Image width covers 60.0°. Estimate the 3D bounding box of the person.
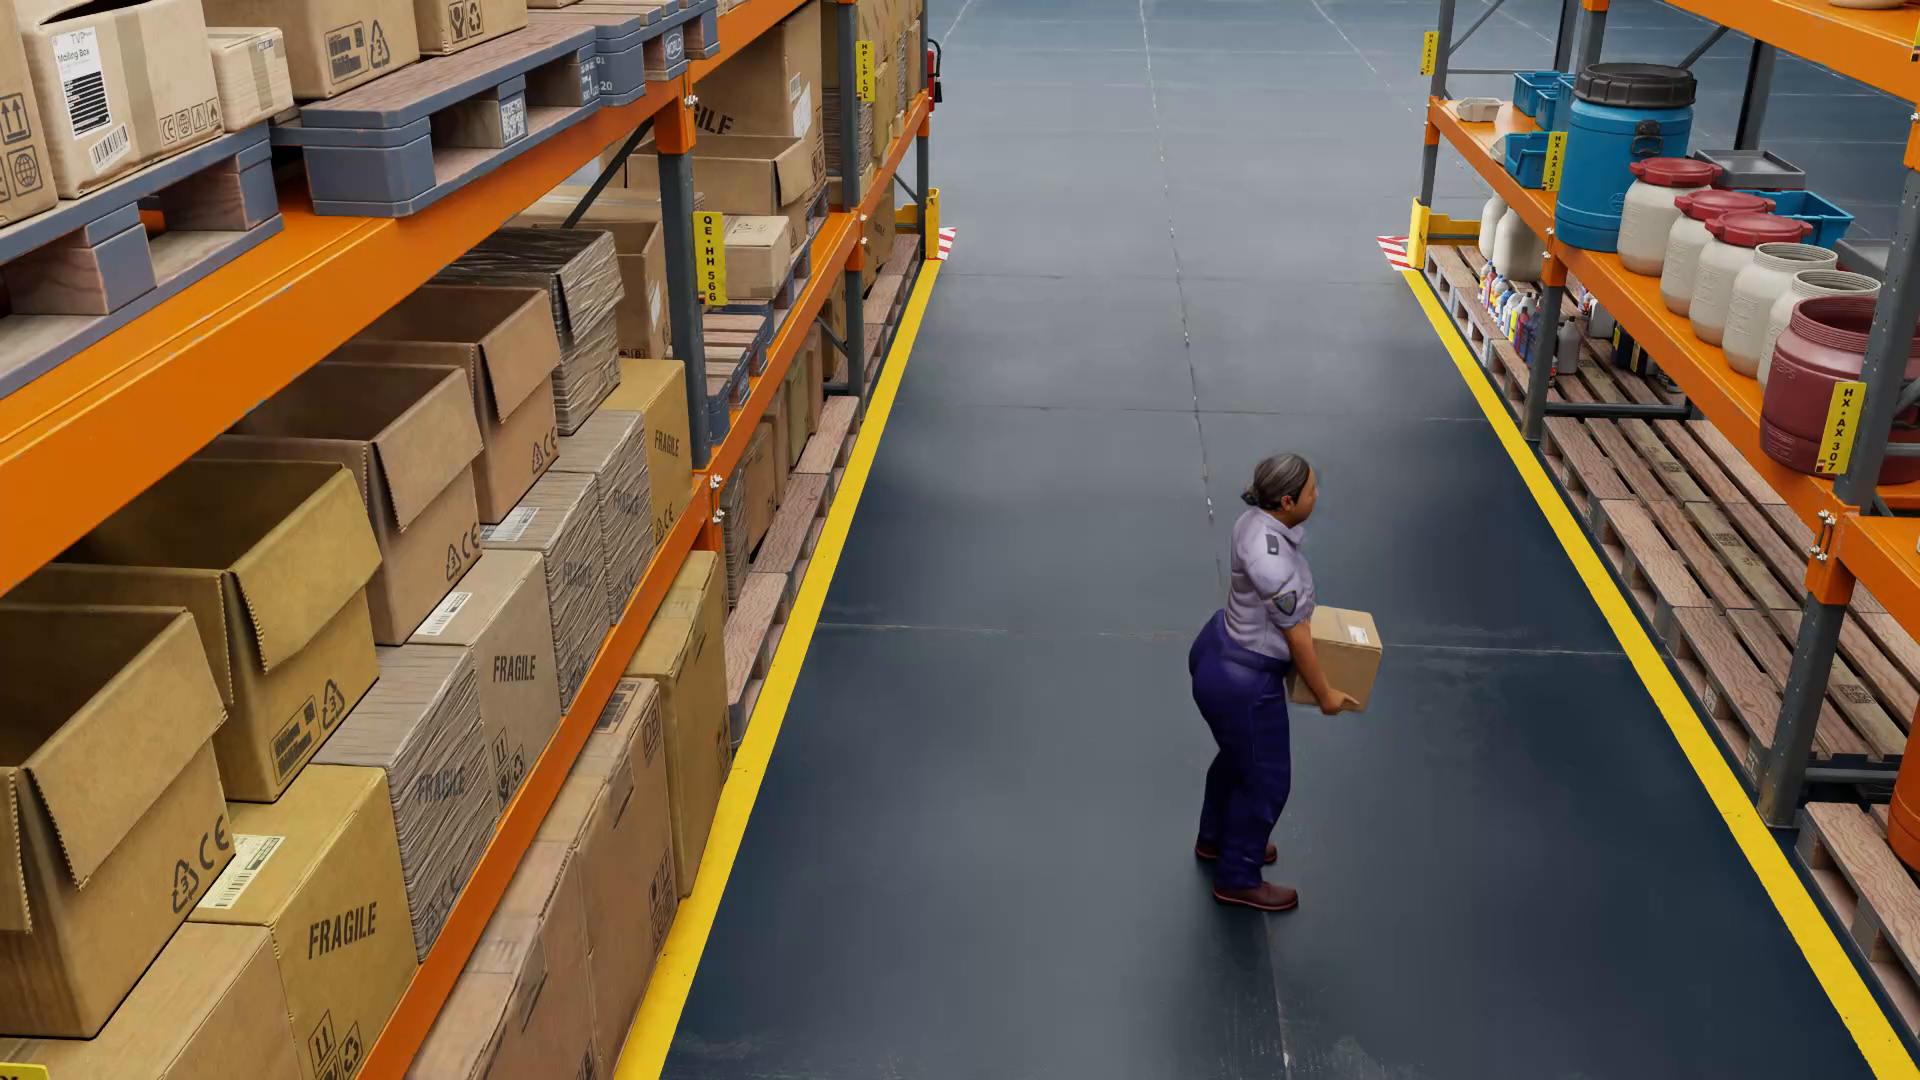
[{"bbox_3d":[1.050,0.470,5.621,0.543,1.641,0.433,1,25,3],"label":"person"}]
